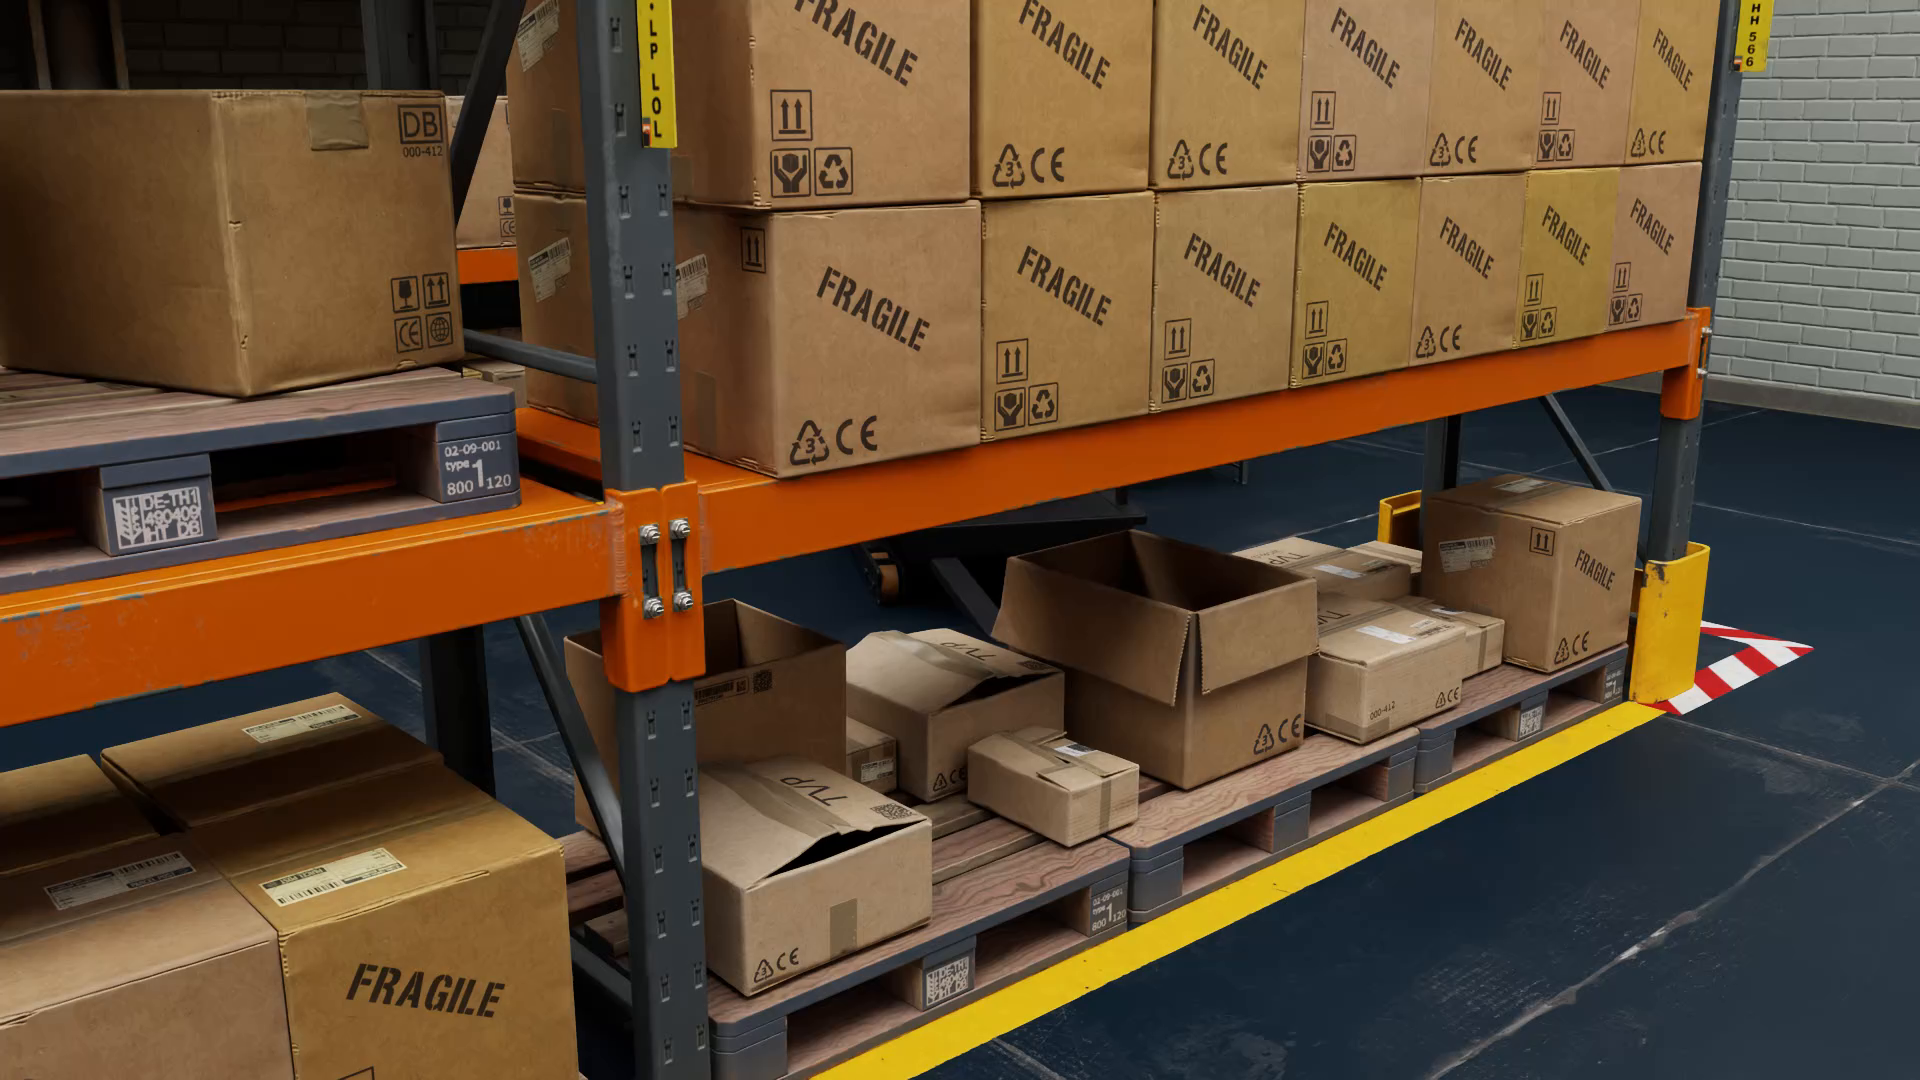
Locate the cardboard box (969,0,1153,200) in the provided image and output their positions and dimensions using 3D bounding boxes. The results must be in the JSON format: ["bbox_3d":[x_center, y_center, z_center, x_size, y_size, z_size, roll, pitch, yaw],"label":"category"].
[{"bbox_3d":[0.060,-1.006,3.571,0.500,0.500,0.500,-13,20,-41],"label":"cardboard box"}]

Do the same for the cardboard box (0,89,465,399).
[{"bbox_3d":[-1.373,-0.576,3.087,0.700,0.500,0.500,8,17,28],"label":"cardboard box"}]

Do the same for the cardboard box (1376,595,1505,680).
[{"bbox_3d":[1.536,0.308,5.422,0.250,0.166,0.380,-13,19,-39],"label":"cardboard box"}]

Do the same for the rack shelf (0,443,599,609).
[{"bbox_3d":[-2.377,0.196,2.082,3.809,0.052,0.919,-13,19,-39],"label":"rack shelf"}]

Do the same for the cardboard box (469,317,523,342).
[{"bbox_3d":[-2.367,-1.062,8.688,0.250,0.149,0.380,-12,19,-39],"label":"cardboard box"}]

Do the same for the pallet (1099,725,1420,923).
[{"bbox_3d":[0.571,0.662,4.864,1.213,0.211,1.003,-13,19,-39],"label":"pallet"}]

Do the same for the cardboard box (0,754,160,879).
[{"bbox_3d":[-1.789,0.760,3.082,0.500,0.500,0.500,-12,19,-39],"label":"cardboard box"}]

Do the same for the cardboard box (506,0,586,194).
[{"bbox_3d":[-0.657,-1.029,3.659,0.500,0.500,0.500,-13,19,-39],"label":"cardboard box"}]

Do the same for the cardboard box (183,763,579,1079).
[{"bbox_3d":[-1.053,0.773,3.036,0.500,0.500,0.500,-13,20,-40],"label":"cardboard box"}]

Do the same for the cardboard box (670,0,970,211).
[{"bbox_3d":[-0.329,-0.918,3.244,0.500,0.500,0.500,-12,19,-38],"label":"cardboard box"}]

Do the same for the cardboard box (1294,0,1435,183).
[{"bbox_3d":[0.837,-1.180,4.225,0.500,0.500,0.500,-12,19,-38],"label":"cardboard box"}]

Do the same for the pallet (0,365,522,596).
[{"bbox_3d":[-1.543,-0.155,2.890,1.213,0.211,1.003,-13,19,-39],"label":"pallet"}]

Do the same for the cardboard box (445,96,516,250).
[{"bbox_3d":[-2.607,-1.807,8.121,0.700,0.700,0.980,-14,20,-42],"label":"cardboard box"}]

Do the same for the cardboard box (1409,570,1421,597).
[{"bbox_3d":[1.419,0.163,5.964,0.250,0.166,0.380,-13,19,-39],"label":"cardboard box"}]

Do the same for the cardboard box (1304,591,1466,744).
[{"bbox_3d":[1.164,0.372,5.022,0.500,0.250,0.500,-13,19,-39],"label":"cardboard box"}]

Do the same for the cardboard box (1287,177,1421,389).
[{"bbox_3d":[0.840,-0.702,4.370,0.500,0.500,0.500,-13,20,-40],"label":"cardboard box"}]

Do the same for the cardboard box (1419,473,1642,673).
[{"bbox_3d":[1.900,0.096,5.570,0.500,0.500,0.500,-13,19,-39],"label":"cardboard box"}]

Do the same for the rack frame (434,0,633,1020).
[{"bbox_3d":[-0.871,-0.362,3.294,0.053,2.616,0.949,-13,19,-39],"label":"rack frame"}]

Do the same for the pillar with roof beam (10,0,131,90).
[{"bbox_3d":[-1.337,-3.673,4.063,0.400,9.000,9.100,-13,19,-39],"label":"pillar with roof beam"}]

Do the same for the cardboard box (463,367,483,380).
[{"bbox_3d":[-2.722,-0.598,8.208,0.500,0.500,0.700,-12,19,-38],"label":"cardboard box"}]

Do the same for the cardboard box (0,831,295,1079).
[{"bbox_3d":[-1.431,0.855,2.729,0.500,0.500,0.500,-13,19,-39],"label":"cardboard box"}]

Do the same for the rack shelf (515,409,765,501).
[{"bbox_3d":[0.640,-0.447,4.628,3.809,0.124,0.919,-13,19,-39],"label":"rack shelf"}]

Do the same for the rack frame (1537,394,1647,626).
[{"bbox_3d":[2.147,-1.040,5.831,0.053,2.616,0.949,-13,19,-39],"label":"rack frame"}]

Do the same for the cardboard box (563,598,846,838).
[{"bbox_3d":[-0.625,0.482,4.126,0.500,0.500,0.500,-13,19,-39],"label":"cardboard box"}]

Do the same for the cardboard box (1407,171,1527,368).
[{"bbox_3d":[1.221,-0.787,4.689,0.500,0.500,0.500,-12,19,-39],"label":"cardboard box"}]

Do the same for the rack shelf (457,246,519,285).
[{"bbox_3d":[-2.615,-1.317,8.261,4.000,0.370,1.077,-13,19,-39],"label":"rack shelf"}]

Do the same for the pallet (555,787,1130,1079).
[{"bbox_3d":[-0.350,0.869,4.087,1.213,0.211,1.003,-13,19,-39],"label":"pallet"}]

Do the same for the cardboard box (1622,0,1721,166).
[{"bbox_3d":[1.994,-1.442,5.204,0.500,0.500,0.500,-13,20,-40],"label":"cardboard box"}]

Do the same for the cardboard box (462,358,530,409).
[{"bbox_3d":[-2.325,-0.690,8.551,0.500,0.500,0.700,-13,20,-41],"label":"cardboard box"}]

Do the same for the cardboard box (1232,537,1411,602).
[{"bbox_3d":[1.175,0.198,5.672,0.500,0.250,0.500,-13,19,-39],"label":"cardboard box"}]

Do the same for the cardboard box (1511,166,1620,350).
[{"bbox_3d":[1.601,-0.870,5.002,0.500,0.500,0.500,-12,19,-39],"label":"cardboard box"}]

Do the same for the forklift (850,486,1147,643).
[{"bbox_3d":[0.132,-1.259,6.783,1.130,2.935,3.031,-3,15,-12],"label":"forklift"}]

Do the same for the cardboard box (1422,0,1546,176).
[{"bbox_3d":[1.225,-1.267,4.551,0.500,0.500,0.500,-12,19,-38],"label":"cardboard box"}]

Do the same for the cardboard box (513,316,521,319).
[{"bbox_3d":[-2.176,-1.106,8.849,0.250,0.149,0.380,-12,19,-39],"label":"cardboard box"}]

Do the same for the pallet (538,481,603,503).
[{"bbox_3d":[-2.578,-0.300,8.463,1.213,0.211,1.003,-13,19,-39],"label":"pallet"}]

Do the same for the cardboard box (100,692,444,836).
[{"bbox_3d":[-1.394,0.668,3.429,0.500,0.500,0.500,-14,20,-42],"label":"cardboard box"}]

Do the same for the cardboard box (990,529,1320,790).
[{"bbox_3d":[0.545,0.312,4.753,0.637,0.503,0.797,-13,19,-39],"label":"cardboard box"}]

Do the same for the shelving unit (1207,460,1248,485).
[{"bbox_3d":[0.957,-0.861,8.793,1.048,1.125,0.538,-5,16,-17],"label":"shelving unit"}]

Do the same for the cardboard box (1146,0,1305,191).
[{"bbox_3d":[0.448,-1.093,3.897,0.500,0.500,0.500,-13,20,-41],"label":"cardboard box"}]

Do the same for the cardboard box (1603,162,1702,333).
[{"bbox_3d":[1.990,-0.959,5.333,0.500,0.500,0.500,-12,19,-38],"label":"cardboard box"}]

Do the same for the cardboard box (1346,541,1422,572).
[{"bbox_3d":[1.607,0.129,6.125,0.250,0.149,0.380,-13,19,-39],"label":"cardboard box"}]

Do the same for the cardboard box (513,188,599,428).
[{"bbox_3d":[-0.660,-0.545,3.783,0.500,0.500,0.500,-12,19,-38],"label":"cardboard box"}]

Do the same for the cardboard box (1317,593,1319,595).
[{"bbox_3d":[0.798,0.283,5.355,0.500,0.250,0.500,-13,19,-39],"label":"cardboard box"}]

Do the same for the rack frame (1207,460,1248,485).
[{"bbox_3d":[1.441,-0.901,8.945,0.032,1.125,0.500,-5,16,-17],"label":"rack frame"}]
